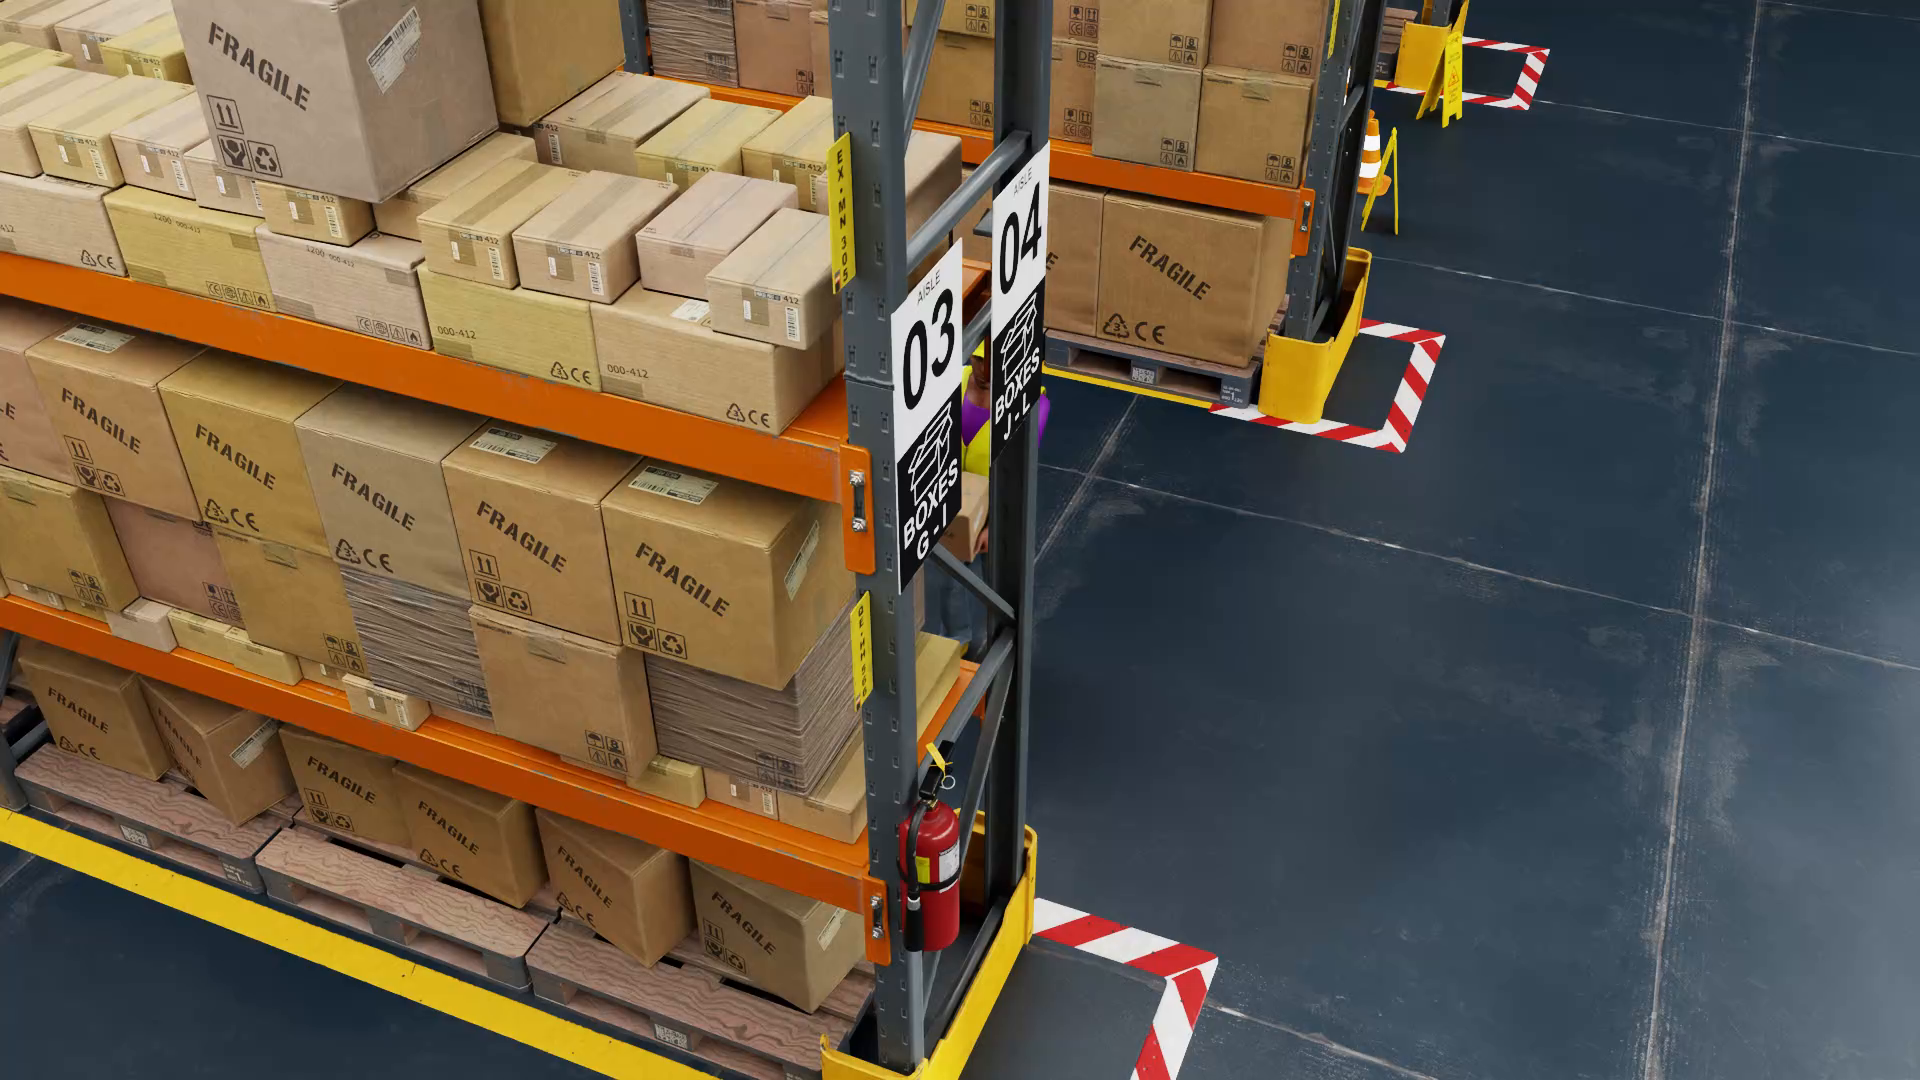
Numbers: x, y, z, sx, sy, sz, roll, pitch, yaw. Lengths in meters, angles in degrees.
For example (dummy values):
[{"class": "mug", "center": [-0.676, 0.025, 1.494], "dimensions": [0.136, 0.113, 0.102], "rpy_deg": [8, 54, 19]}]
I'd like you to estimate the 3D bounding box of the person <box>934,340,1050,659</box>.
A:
[{"class": "person", "center": [0.059, -0.085, 6.917], "dimensions": [0.502, 1.761, 0.577], "rpy_deg": [14, 40, 18]}]
